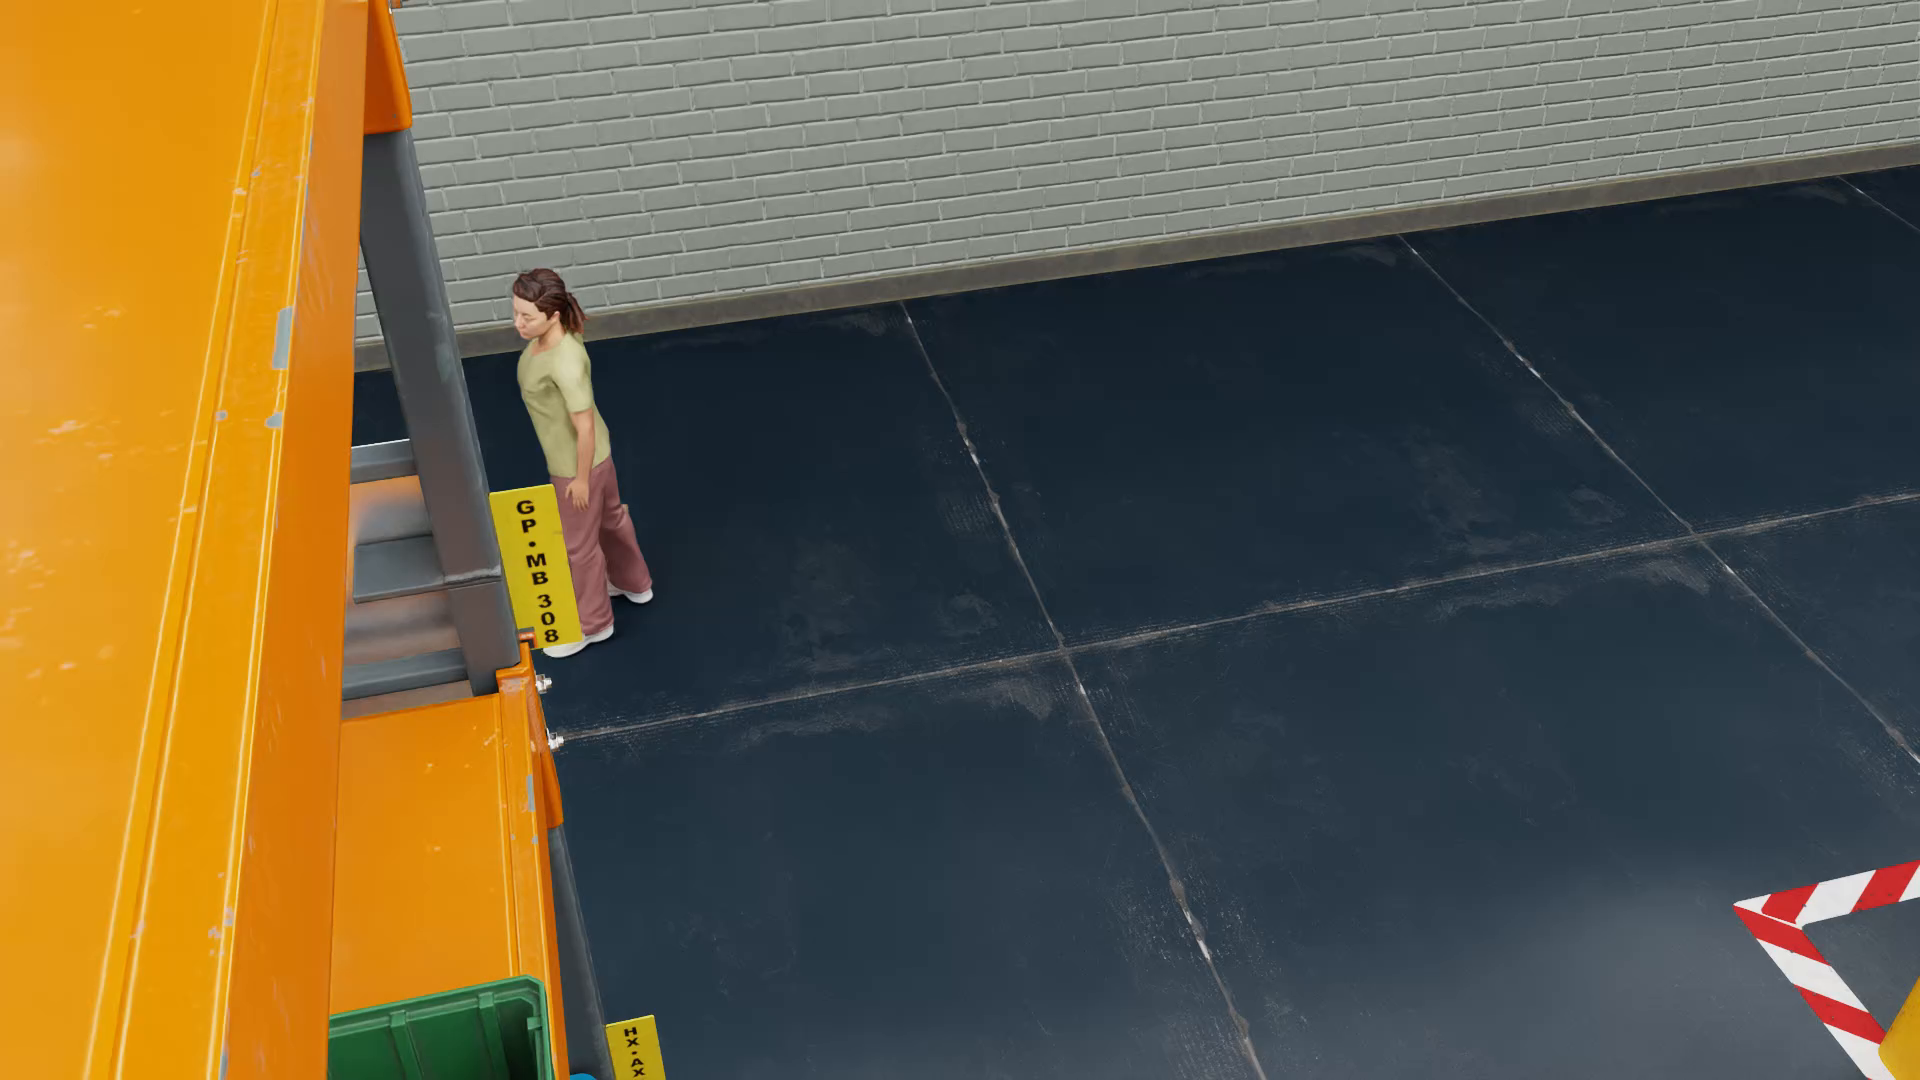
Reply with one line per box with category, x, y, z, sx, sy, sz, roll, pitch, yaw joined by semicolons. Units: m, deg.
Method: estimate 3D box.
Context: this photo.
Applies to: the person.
person;-1.533;-0.327;6.543;0.482;1.674;0.477;-9;39;-11
